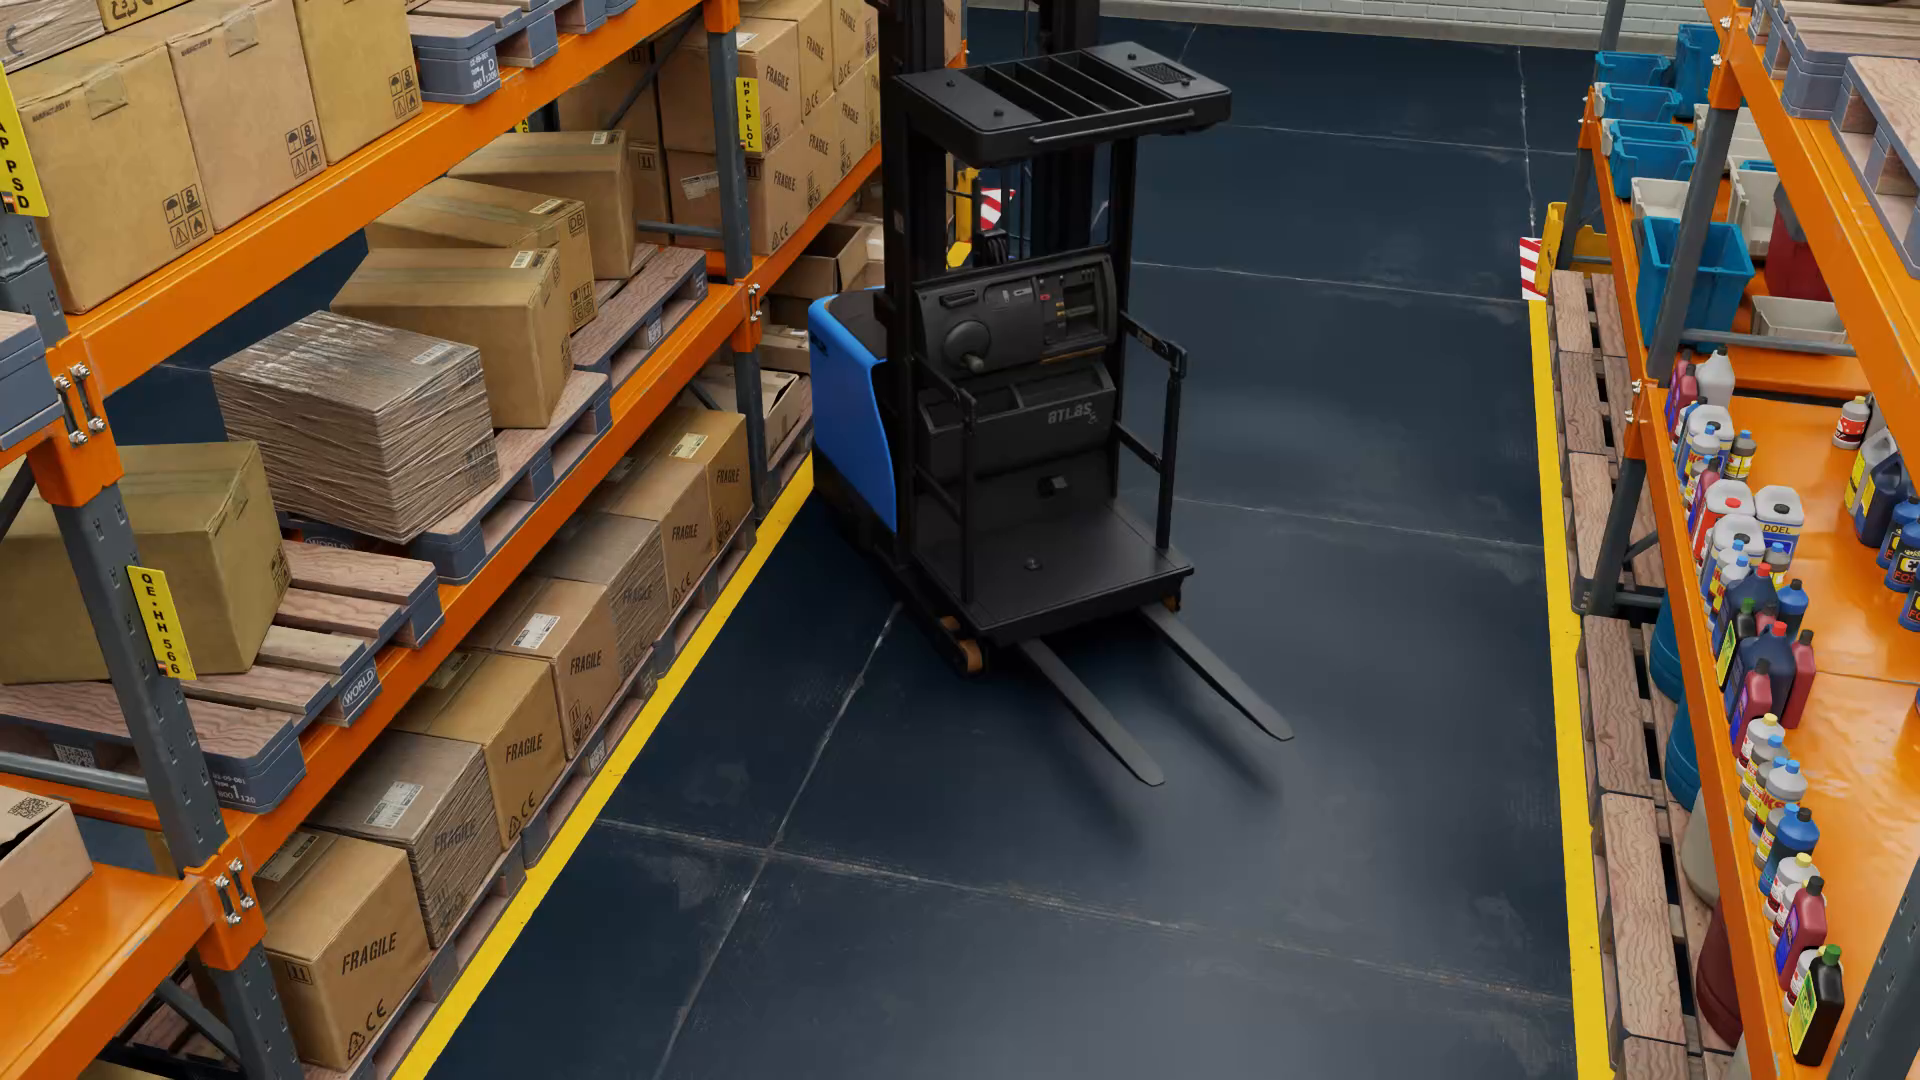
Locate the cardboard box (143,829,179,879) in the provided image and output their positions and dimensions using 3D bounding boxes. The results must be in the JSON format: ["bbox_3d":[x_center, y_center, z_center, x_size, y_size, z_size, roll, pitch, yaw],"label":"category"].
[{"bbox_3d":[-2.471,0.973,5.844,0.500,0.500,0.500,9,34,14],"label":"cardboard box"}]

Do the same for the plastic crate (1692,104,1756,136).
[{"bbox_3d":[4.308,-2.321,9.294,0.396,0.136,0.243,8,33,12],"label":"plastic crate"}]

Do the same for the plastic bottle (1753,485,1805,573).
[{"bbox_3d":[2.750,-0.037,5.628,0.152,0.276,0.135,8,33,12],"label":"plastic bottle"}]

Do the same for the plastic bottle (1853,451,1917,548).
[{"bbox_3d":[3.221,-0.160,5.752,0.144,0.351,0.185,8,33,12],"label":"plastic bottle"}]

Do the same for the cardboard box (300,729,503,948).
[{"bbox_3d":[-1.962,1.020,5.769,0.500,0.500,0.500,7,33,11],"label":"cardboard box"}]

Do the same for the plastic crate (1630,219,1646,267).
[{"bbox_3d":[3.348,-1.305,7.708,0.437,0.125,0.590,8,33,12],"label":"plastic crate"}]

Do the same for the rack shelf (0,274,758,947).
[{"bbox_3d":[-1.974,-0.114,6.303,1.077,0.370,4.000,8,33,12],"label":"rack shelf"}]

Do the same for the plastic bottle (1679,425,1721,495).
[{"bbox_3d":[2.689,-0.290,6.030,0.097,0.271,0.097,0,32,0],"label":"plastic bottle"}]

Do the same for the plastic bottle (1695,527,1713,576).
[{"bbox_3d":[2.547,0.030,5.591,0.097,0.201,0.097,0,32,0],"label":"plastic bottle"}]

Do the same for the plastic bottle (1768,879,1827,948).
[{"bbox_3d":[2.105,0.936,4.167,0.097,0.201,0.097,0,32,0],"label":"plastic bottle"}]

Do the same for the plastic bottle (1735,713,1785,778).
[{"bbox_3d":[2.278,0.582,4.724,0.097,0.201,0.097,0,32,0],"label":"plastic bottle"}]

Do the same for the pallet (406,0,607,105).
[{"bbox_3d":[-1.960,-1.774,5.624,1.213,0.211,1.003,8,33,12],"label":"pallet"}]

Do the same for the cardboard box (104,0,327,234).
[{"bbox_3d":[-2.274,-1.183,4.426,0.910,0.500,0.500,8,33,12],"label":"cardboard box"}]

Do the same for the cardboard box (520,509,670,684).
[{"bbox_3d":[-1.575,0.225,7.020,0.500,0.500,0.500,8,33,13],"label":"cardboard box"}]

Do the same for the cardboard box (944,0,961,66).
[{"bbox_3d":[-0.301,-3.303,10.557,0.500,0.500,0.500,9,34,14],"label":"cardboard box"}]

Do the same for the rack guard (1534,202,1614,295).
[{"bbox_3d":[4.333,-1.814,10.637,1.175,0.500,0.348,8,33,12],"label":"rack guard"}]

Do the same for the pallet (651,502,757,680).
[{"bbox_3d":[-1.636,0.149,7.819,1.003,0.211,1.213,8,33,12],"label":"pallet"}]

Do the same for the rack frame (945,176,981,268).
[{"bbox_3d":[-0.111,-1.242,8.806,0.500,1.500,0.032,19,37,28],"label":"rack frame"}]

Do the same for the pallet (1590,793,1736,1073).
[{"bbox_3d":[2.780,1.428,5.807,1.003,0.211,1.213,8,33,12],"label":"pallet"}]

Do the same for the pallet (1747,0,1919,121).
[{"bbox_3d":[3.220,-1.545,5.264,1.213,0.211,1.003,8,33,12],"label":"pallet"}]

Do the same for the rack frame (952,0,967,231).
[{"bbox_3d":[-0.451,-3.531,11.008,1.000,3.000,0.127,8,33,12],"label":"rack frame"}]

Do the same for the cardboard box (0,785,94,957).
[{"bbox_3d":[-2.616,0.841,4.214,0.500,0.311,0.500,10,34,15],"label":"cardboard box"}]

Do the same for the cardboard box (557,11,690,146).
[{"bbox_3d":[-1.588,-2.217,7.916,0.500,0.500,0.500,8,33,13],"label":"cardboard box"}]

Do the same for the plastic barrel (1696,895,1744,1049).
[{"bbox_3d":[2.703,1.295,5.273,0.600,0.588,0.708,8,33,12],"label":"plastic barrel"}]

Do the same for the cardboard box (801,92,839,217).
[{"bbox_3d":[-0.946,-1.991,8.492,0.500,0.500,0.500,9,33,13],"label":"cardboard box"}]

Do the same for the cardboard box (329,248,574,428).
[{"bbox_3d":[-1.855,-0.749,6.148,0.700,0.500,0.500,0,32,0],"label":"cardboard box"}]

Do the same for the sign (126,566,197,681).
[{"bbox_3d":[-1.943,0.206,4.051,0.100,0.325,0.005,8,33,12],"label":"sign"}]

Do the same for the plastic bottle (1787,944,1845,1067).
[{"bbox_3d":[1.999,1.078,3.867,0.061,0.283,0.133,8,33,12],"label":"plastic bottle"}]

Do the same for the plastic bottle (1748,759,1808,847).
[{"bbox_3d":[2.203,0.704,4.466,0.097,0.271,0.097,0,32,0],"label":"plastic bottle"}]

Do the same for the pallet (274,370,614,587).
[{"bbox_3d":[-1.992,-0.308,6.118,1.003,0.211,1.213,8,33,12],"label":"pallet"}]

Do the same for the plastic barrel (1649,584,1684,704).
[{"bbox_3d":[3.170,0.210,6.689,0.600,0.901,0.708,8,33,12],"label":"plastic barrel"}]

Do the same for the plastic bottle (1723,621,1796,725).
[{"bbox_3d":[2.370,0.380,4.903,0.144,0.351,0.185,8,33,12],"label":"plastic bottle"}]

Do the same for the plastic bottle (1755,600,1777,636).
[{"bbox_3d":[2.429,0.328,5.046,0.061,0.283,0.133,8,33,12],"label":"plastic bottle"}]

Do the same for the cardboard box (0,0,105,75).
[{"bbox_3d":[-2.364,-1.335,3.733,0.500,0.500,0.500,8,33,12],"label":"cardboard box"}]

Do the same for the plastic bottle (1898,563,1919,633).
[{"bbox_3d":[3.098,0.158,5.325,0.097,0.271,0.097,0,32,0],"label":"plastic bottle"}]

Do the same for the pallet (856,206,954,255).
[{"bbox_3d":[-0.672,-1.901,11.043,1.003,0.211,1.213,8,33,12],"label":"pallet"}]

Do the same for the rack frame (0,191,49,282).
[{"bbox_3d":[-2.481,-1.911,2.868,1.000,3.000,0.127,8,33,12],"label":"rack frame"}]

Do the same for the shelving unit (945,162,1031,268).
[{"bbox_3d":[0.169,-1.470,9.165,0.538,1.500,1.048,19,37,28],"label":"shelving unit"}]

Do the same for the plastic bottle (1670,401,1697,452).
[{"bbox_3d":[2.773,-0.431,6.317,0.097,0.201,0.097,0,32,0],"label":"plastic bottle"}]

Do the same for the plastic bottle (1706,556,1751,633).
[{"bbox_3d":[2.464,0.172,5.304,0.097,0.271,0.097,0,32,0],"label":"plastic bottle"}]

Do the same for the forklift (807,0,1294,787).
[{"bbox_3d":[0.353,-0.913,6.954,1.130,2.935,3.031,-15,35,-22],"label":"forklift"}]

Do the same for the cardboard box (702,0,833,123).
[{"bbox_3d":[-0.944,-2.393,8.193,0.500,0.500,0.500,7,33,11],"label":"cardboard box"}]

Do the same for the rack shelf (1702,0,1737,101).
[{"bbox_3d":[3.832,-2.779,7.700,1.077,0.370,4.000,8,33,12],"label":"rack shelf"}]

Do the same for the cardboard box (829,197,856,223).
[{"bbox_3d":[-0.990,-2.053,10.836,0.500,0.250,0.500,8,33,12],"label":"cardboard box"}]

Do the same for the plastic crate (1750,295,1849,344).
[{"bbox_3d":[3.581,-0.915,7.083,0.396,0.136,0.243,8,33,12],"label":"plastic crate"}]

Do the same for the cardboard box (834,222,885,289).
[{"bbox_3d":[-0.621,-1.751,10.362,0.500,0.250,0.500,8,33,12],"label":"cardboard box"}]

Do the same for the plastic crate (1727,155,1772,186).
[{"bbox_3d":[4.116,-1.868,8.583,0.298,0.136,0.250,8,33,12],"label":"plastic crate"}]

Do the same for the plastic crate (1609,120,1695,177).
[{"bbox_3d":[3.624,-2.043,8.767,0.416,0.233,0.300,8,33,12],"label":"plastic crate"}]

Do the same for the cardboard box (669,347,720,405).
[{"bbox_3d":[-1.596,-0.920,8.821,0.500,0.500,0.500,8,33,12],"label":"cardboard box"}]

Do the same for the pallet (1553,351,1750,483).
[{"bbox_3d":[3.781,-0.624,9.035,1.003,0.211,1.213,8,33,12],"label":"pallet"}]

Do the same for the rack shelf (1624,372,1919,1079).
[{"bbox_3d":[2.817,0.563,5.239,1.077,0.370,4.000,8,33,12],"label":"rack shelf"}]

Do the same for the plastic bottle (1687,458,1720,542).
[{"bbox_3d":[2.593,-0.136,5.777,0.061,0.283,0.133,8,33,12],"label":"plastic bottle"}]

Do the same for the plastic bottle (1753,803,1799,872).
[{"bbox_3d":[2.179,0.784,4.406,0.097,0.201,0.097,0,32,0],"label":"plastic bottle"}]

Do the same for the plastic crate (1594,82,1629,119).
[{"bbox_3d":[3.797,-2.530,9.624,0.250,0.136,0.298,8,33,12],"label":"plastic crate"}]
